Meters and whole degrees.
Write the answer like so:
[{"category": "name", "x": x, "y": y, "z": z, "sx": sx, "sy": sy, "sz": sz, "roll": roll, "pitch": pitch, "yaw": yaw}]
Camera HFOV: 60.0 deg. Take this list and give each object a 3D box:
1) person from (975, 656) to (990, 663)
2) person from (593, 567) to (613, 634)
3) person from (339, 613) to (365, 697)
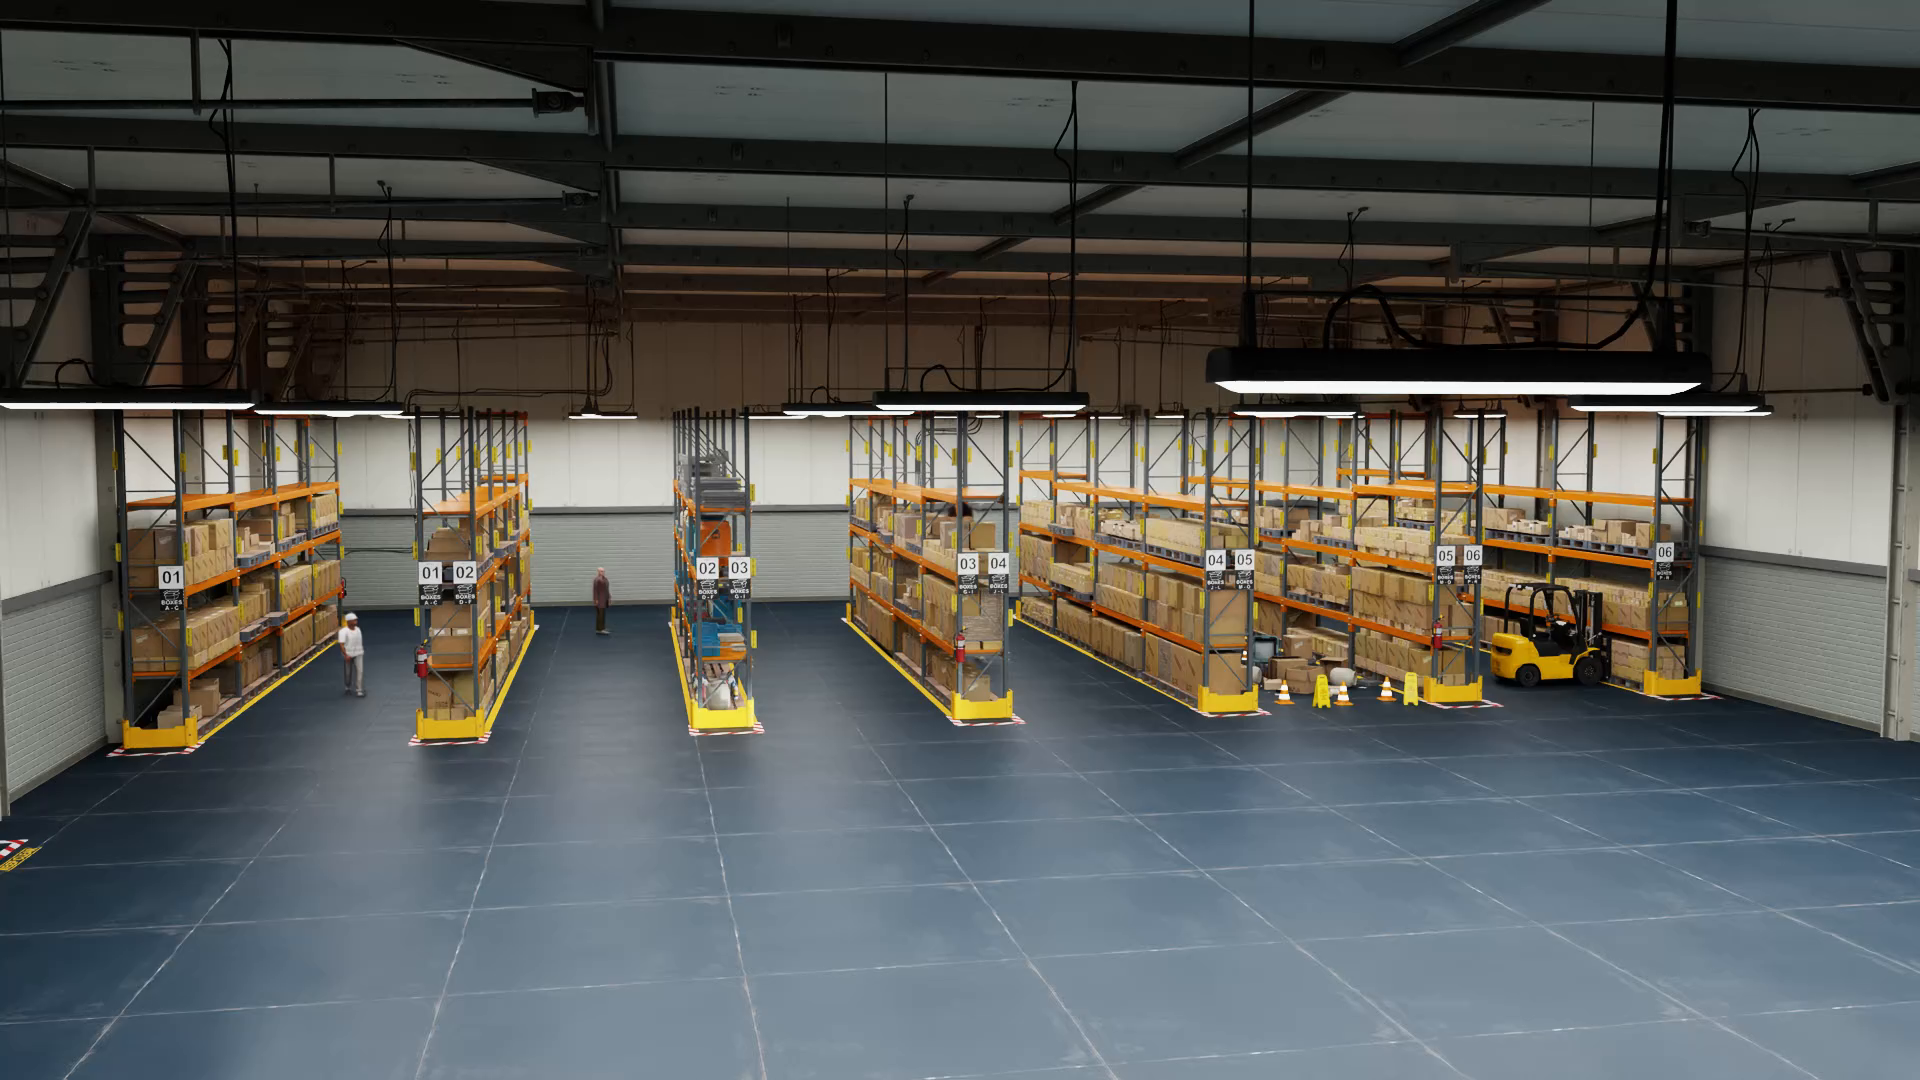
[{"category": "person", "x": 0.566, "y": 2.020, "z": 39.707, "sx": 0.430, "sy": 1.824, "sz": 0.628, "roll": 1, "pitch": 4, "yaw": 9}, {"category": "person", "x": -9.653, "y": 1.631, "z": 45.019, "sx": 0.421, "sy": 1.793, "sz": 0.636, "roll": 1, "pitch": 4, "yaw": 8}, {"category": "person", "x": -12.700, "y": 2.401, "z": 34.716, "sx": 0.503, "sy": 1.731, "sz": 1.005, "roll": -2, "pitch": 4, "yaw": -24}]
